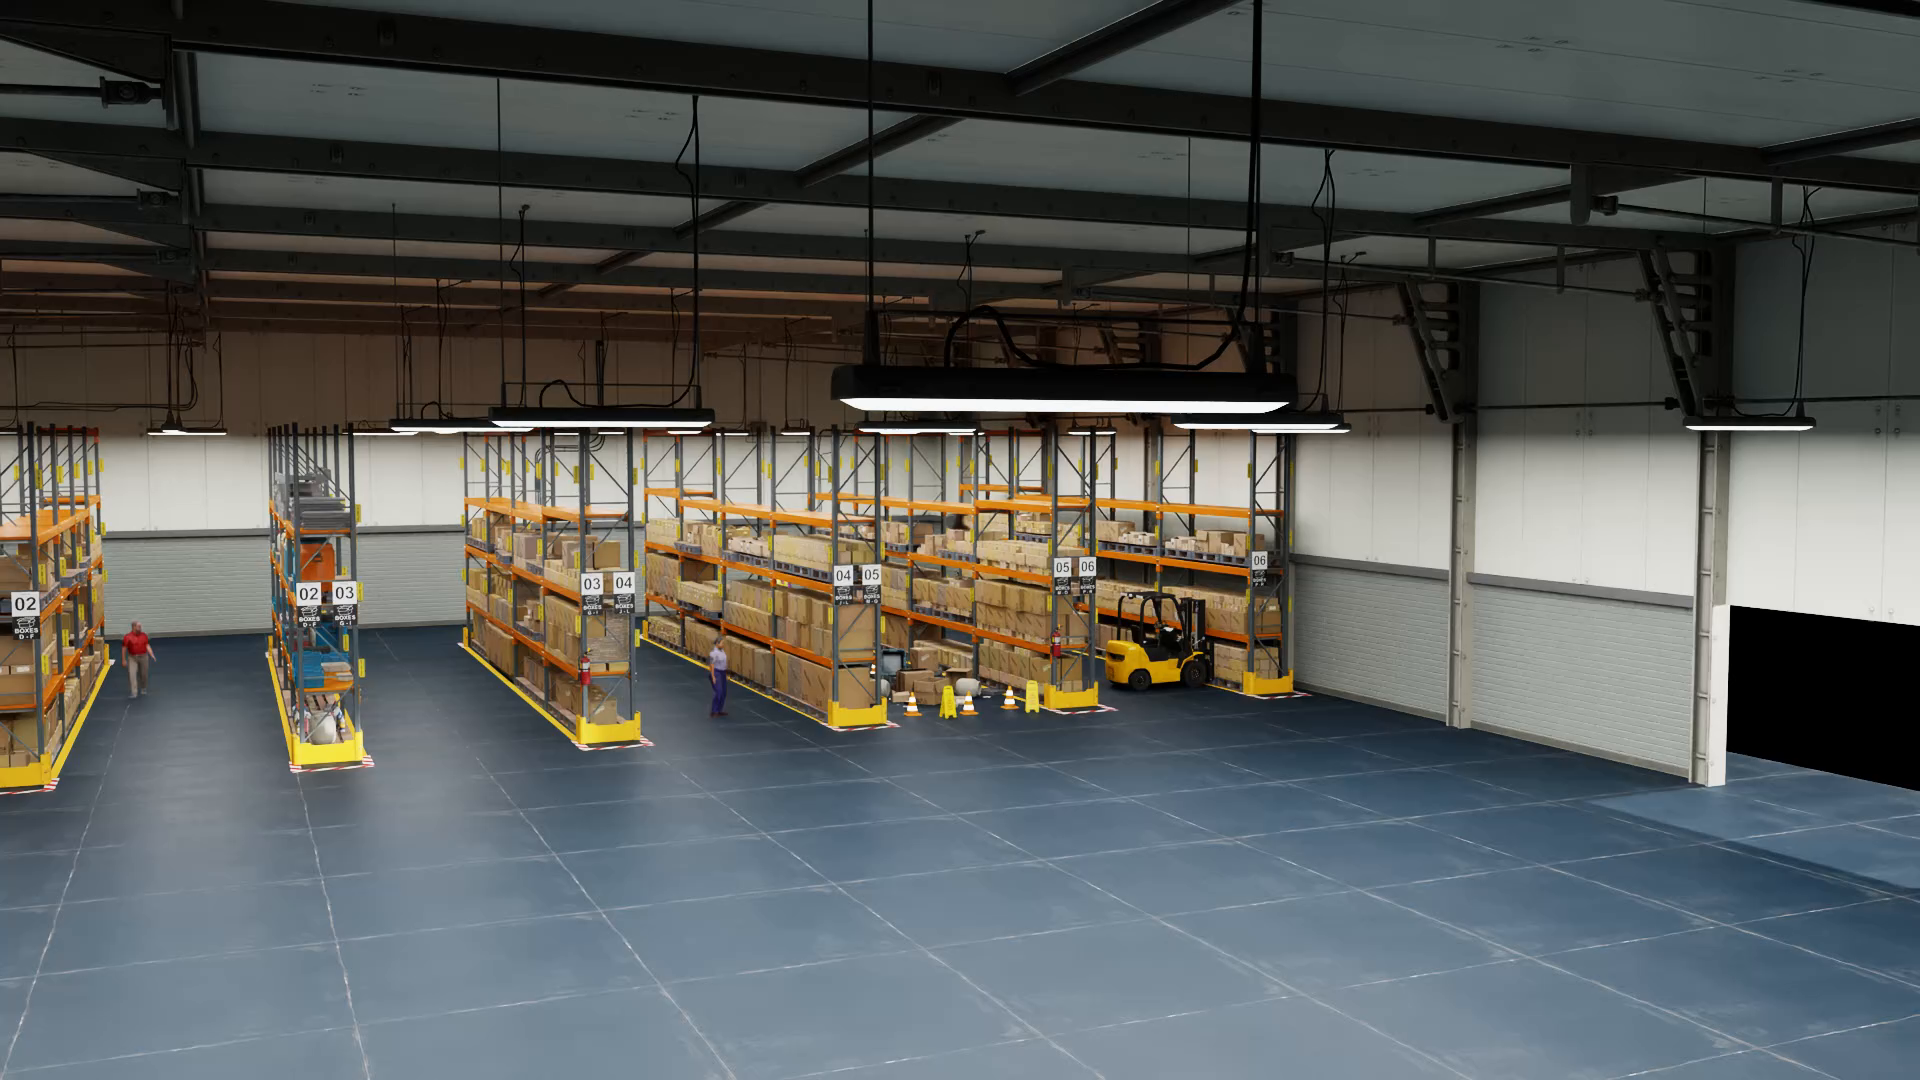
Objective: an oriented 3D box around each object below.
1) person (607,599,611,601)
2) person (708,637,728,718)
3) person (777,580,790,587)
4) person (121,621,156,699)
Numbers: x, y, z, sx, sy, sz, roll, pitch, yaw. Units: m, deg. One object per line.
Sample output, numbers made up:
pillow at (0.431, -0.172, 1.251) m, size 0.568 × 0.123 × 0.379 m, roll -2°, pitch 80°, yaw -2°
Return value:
person at (-10.732, 1.821, 50.356) m, size 1.018 × 1.641 × 0.537 m, roll 0°, pitch 3°, yaw -2°
person at (-4.995, 2.848, 34.332) m, size 0.365 × 1.711 × 0.559 m, roll 1°, pitch 4°, yaw 16°
person at (-5.436, 1.752, 50.633) m, size 0.621 × 1.771 × 0.425 m, roll 0°, pitch 3°, yaw 4°
person at (-18.094, 2.629, 36.644) m, size 0.686 × 1.670 × 1.047 m, roll -2°, pitch 4°, yaw -26°
